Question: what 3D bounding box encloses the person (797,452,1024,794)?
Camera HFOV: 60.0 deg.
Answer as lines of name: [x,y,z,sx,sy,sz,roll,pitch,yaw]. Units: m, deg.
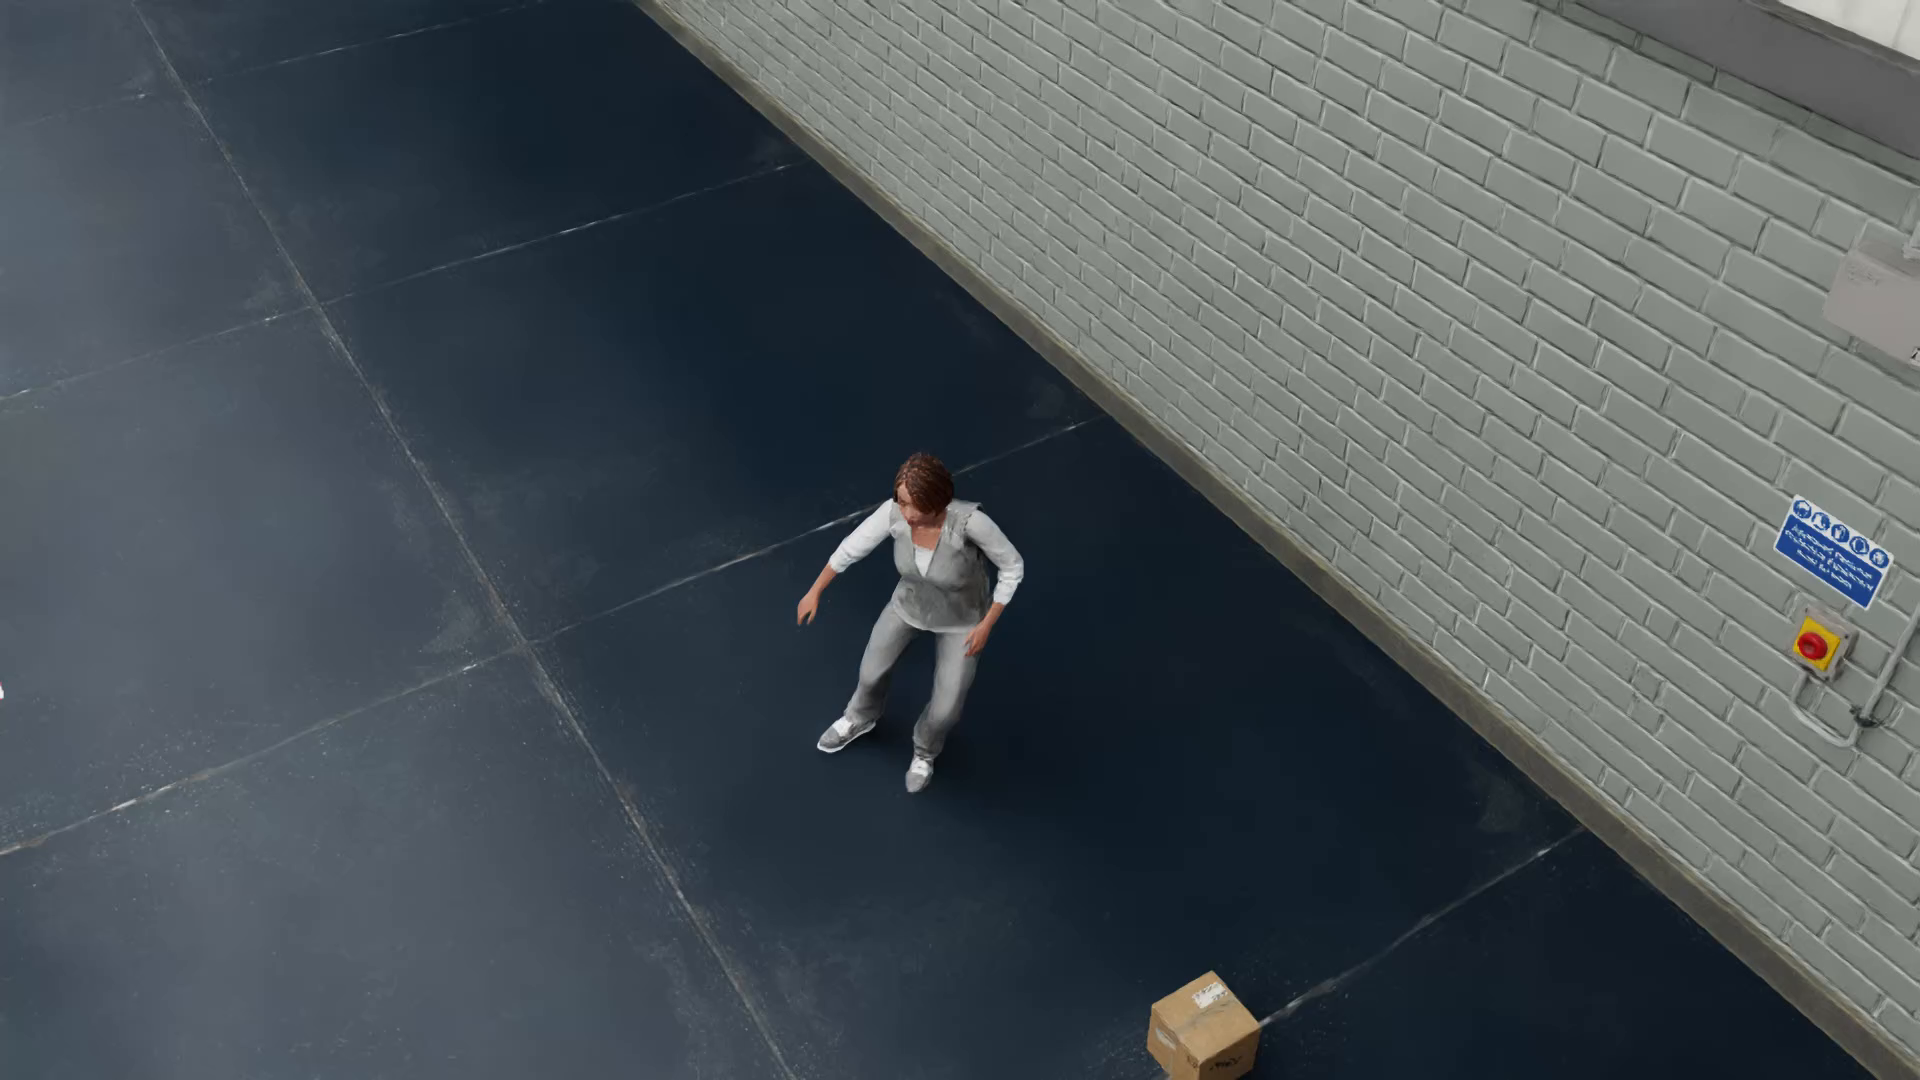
person: [-0.177,0.287,5.932,0.795,1.532,0.457,13,43,14]
